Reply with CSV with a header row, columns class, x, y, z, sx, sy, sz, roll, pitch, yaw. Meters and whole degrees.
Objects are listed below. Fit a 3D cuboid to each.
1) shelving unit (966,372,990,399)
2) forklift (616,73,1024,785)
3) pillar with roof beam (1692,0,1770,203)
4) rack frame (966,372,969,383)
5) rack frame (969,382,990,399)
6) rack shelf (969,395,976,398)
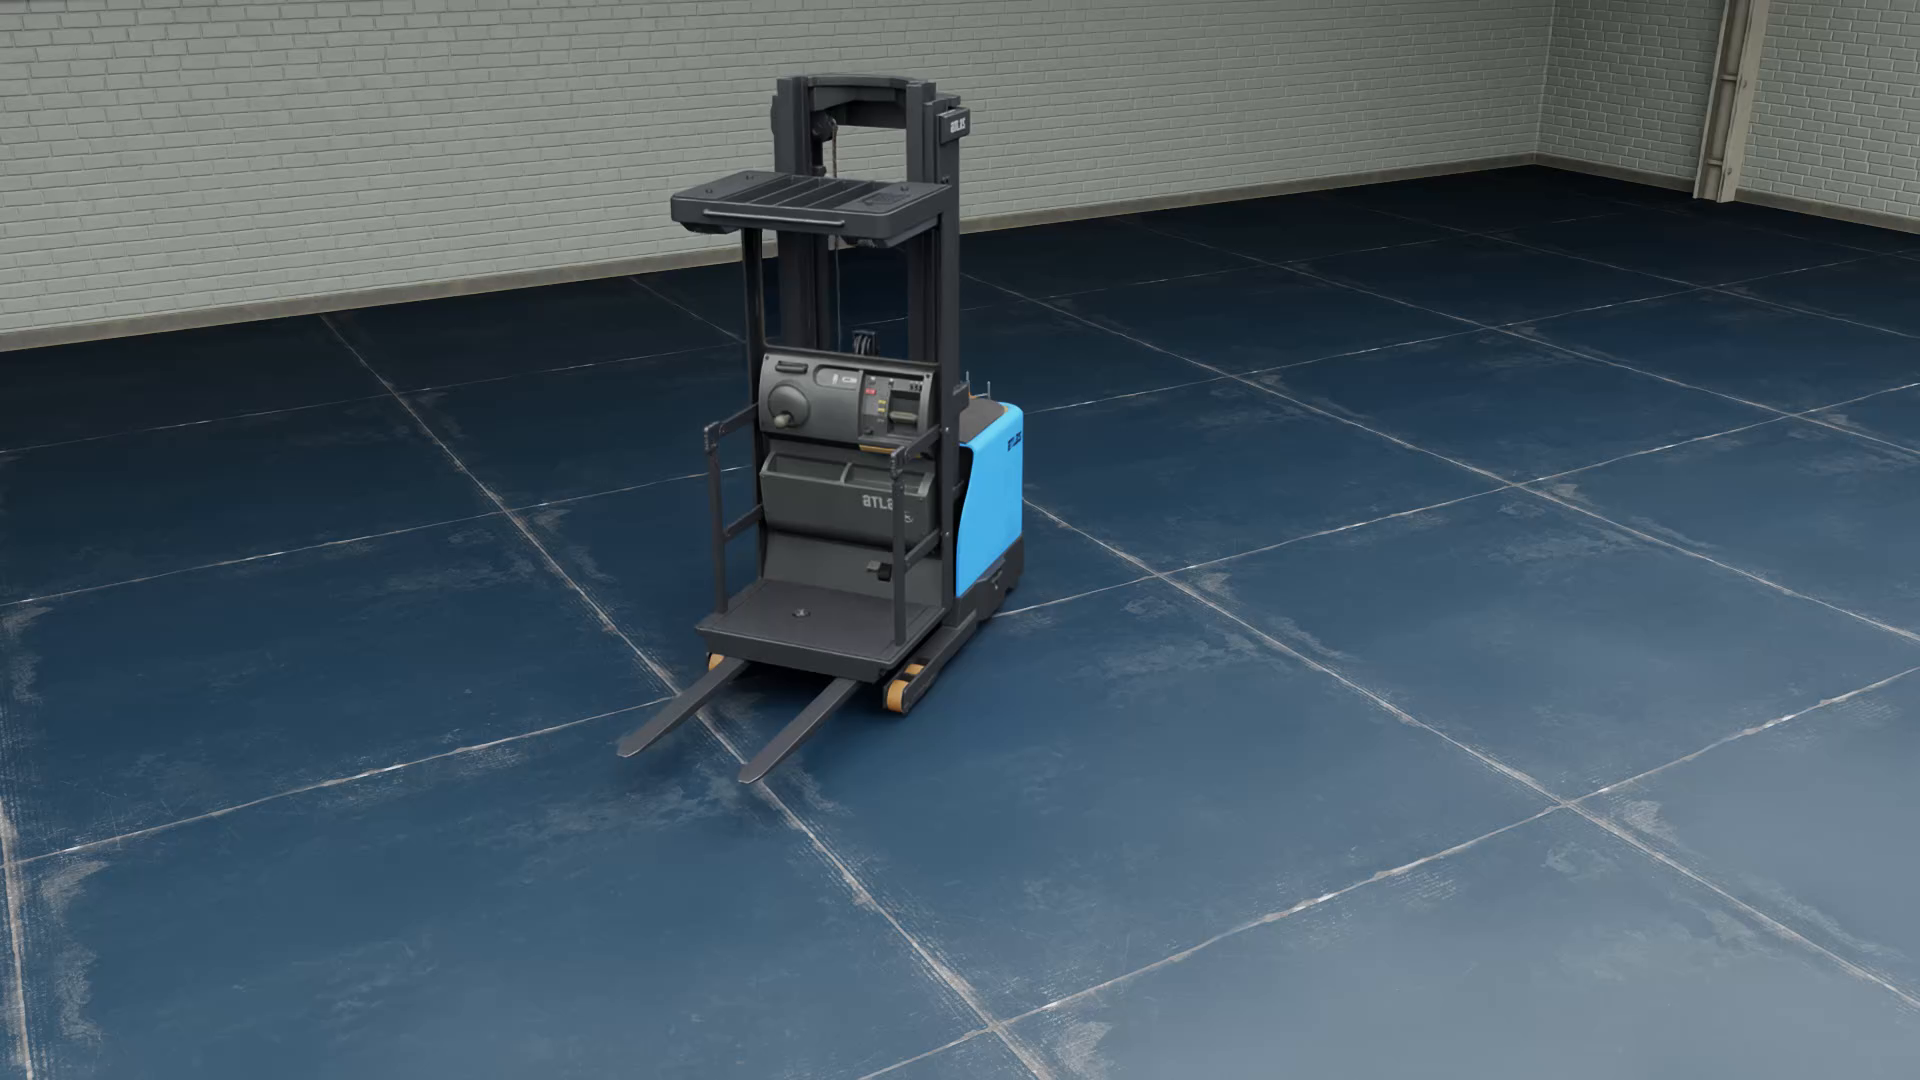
class,x,y,z,sx,sy,sz,roll,pitch,yaw
shelving unit,0.027,-0.469,10.071,0.215,1.050,0.252,-13,25,-28
forklift,-0.651,-0.680,8.092,1.130,2.935,3.031,9,24,20
pillar with roof beam,5.735,-7.611,17.085,9.100,9.000,0.400,-13,25,-28
rack frame,-0.035,-0.509,10.168,0.200,1.050,0.008,-13,25,-28
rack frame,0.090,-0.430,9.974,0.200,1.050,0.008,-13,25,-28
rack shelf,0.027,-0.722,9.968,0.215,0.259,0.240,-13,25,-28
